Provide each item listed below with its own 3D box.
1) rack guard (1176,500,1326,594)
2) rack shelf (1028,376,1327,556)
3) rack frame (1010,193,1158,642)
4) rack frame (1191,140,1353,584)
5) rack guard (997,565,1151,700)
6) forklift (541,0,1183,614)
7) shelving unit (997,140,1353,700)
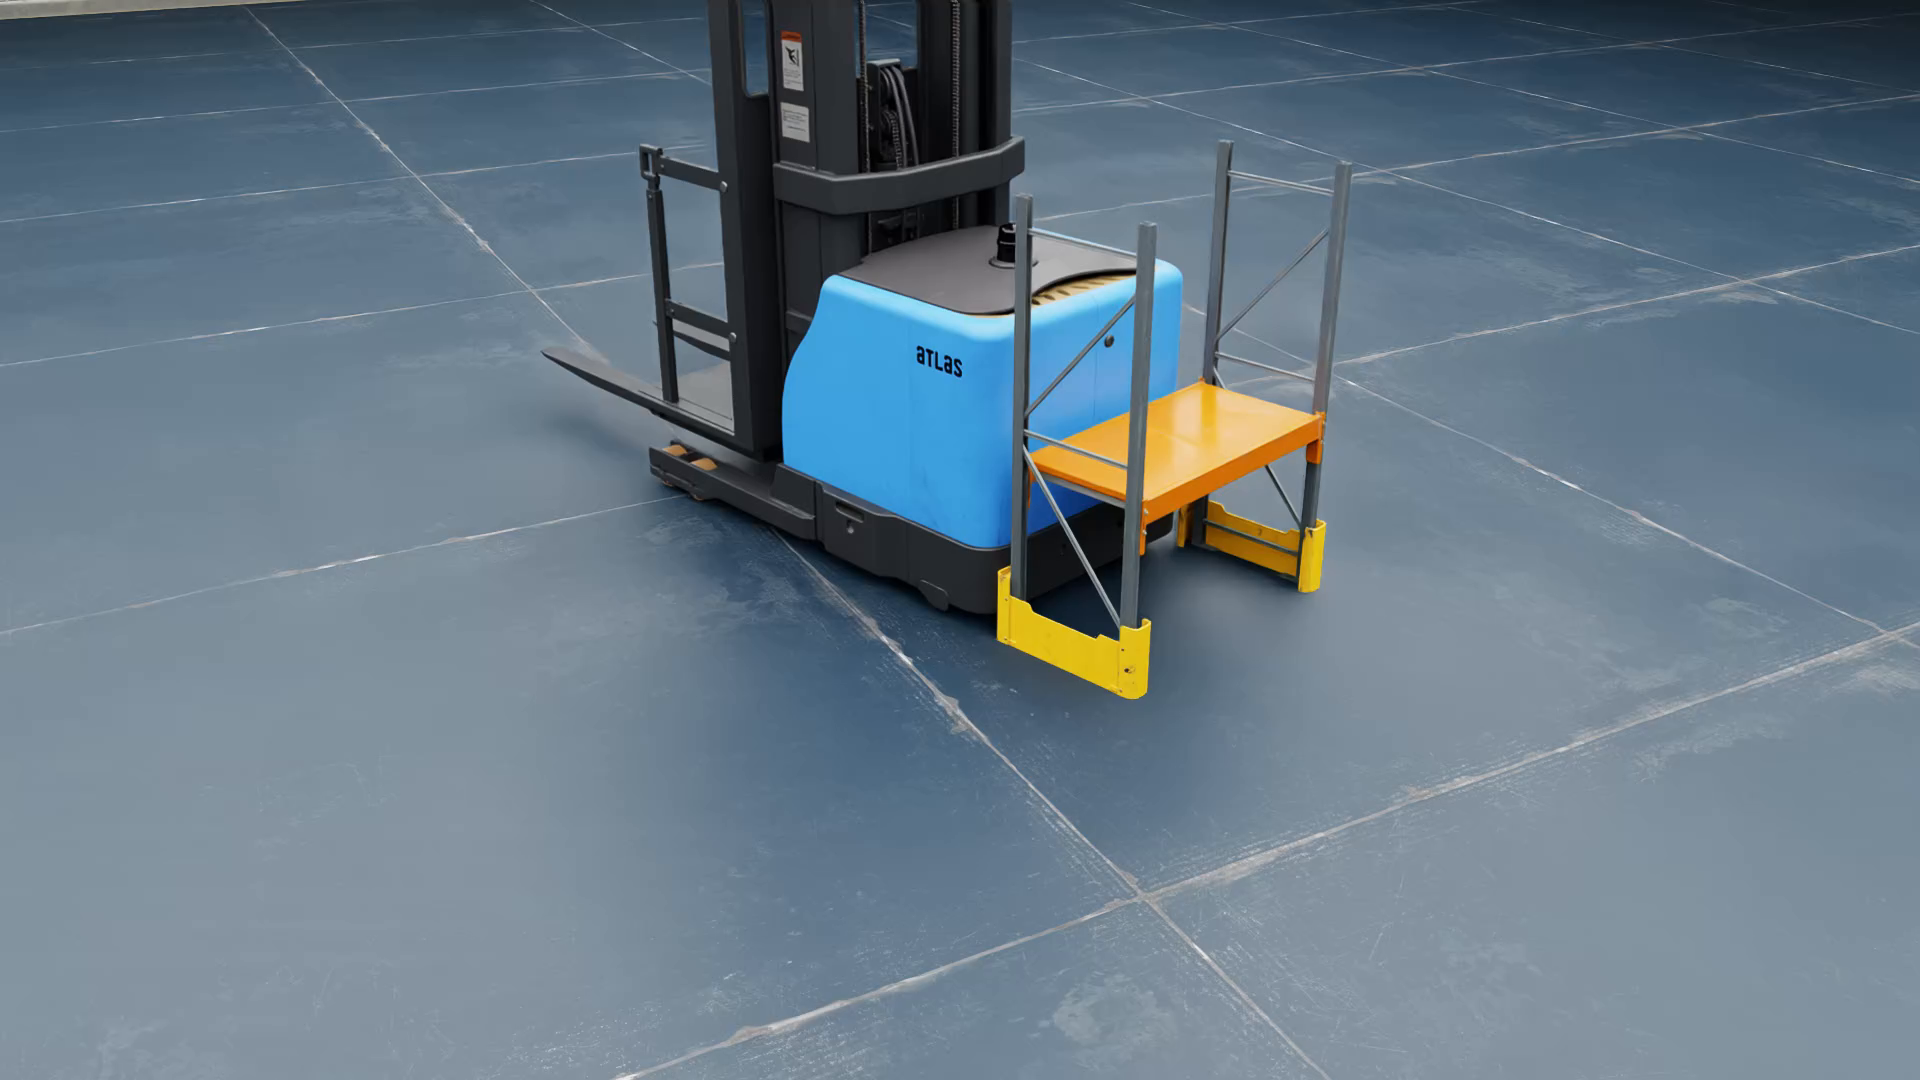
[{"bbox_3d":[1.042,-0.020,6.004,0.587,0.250,0.087,22,33,38],"label":"rack guard"},{"bbox_3d":[0.706,-0.268,5.491,0.538,0.185,1.000,22,33,38],"label":"rack shelf"},{"bbox_3d":[0.356,-0.270,5.080,0.500,1.500,0.032,22,33,38],"label":"rack frame"},{"bbox_3d":[1.055,-0.590,5.746,0.500,1.500,0.032,22,33,38],"label":"rack frame"},{"bbox_3d":[0.357,0.293,5.352,0.587,0.250,0.087,22,33,38],"label":"rack guard"},{"bbox_3d":[-0.601,-1.615,6.227,1.130,2.935,3.031,-23,34,-39],"label":"forklift"},{"bbox_3d":[0.700,-0.427,5.407,0.587,1.500,1.083,22,33,38],"label":"shelving unit"}]
